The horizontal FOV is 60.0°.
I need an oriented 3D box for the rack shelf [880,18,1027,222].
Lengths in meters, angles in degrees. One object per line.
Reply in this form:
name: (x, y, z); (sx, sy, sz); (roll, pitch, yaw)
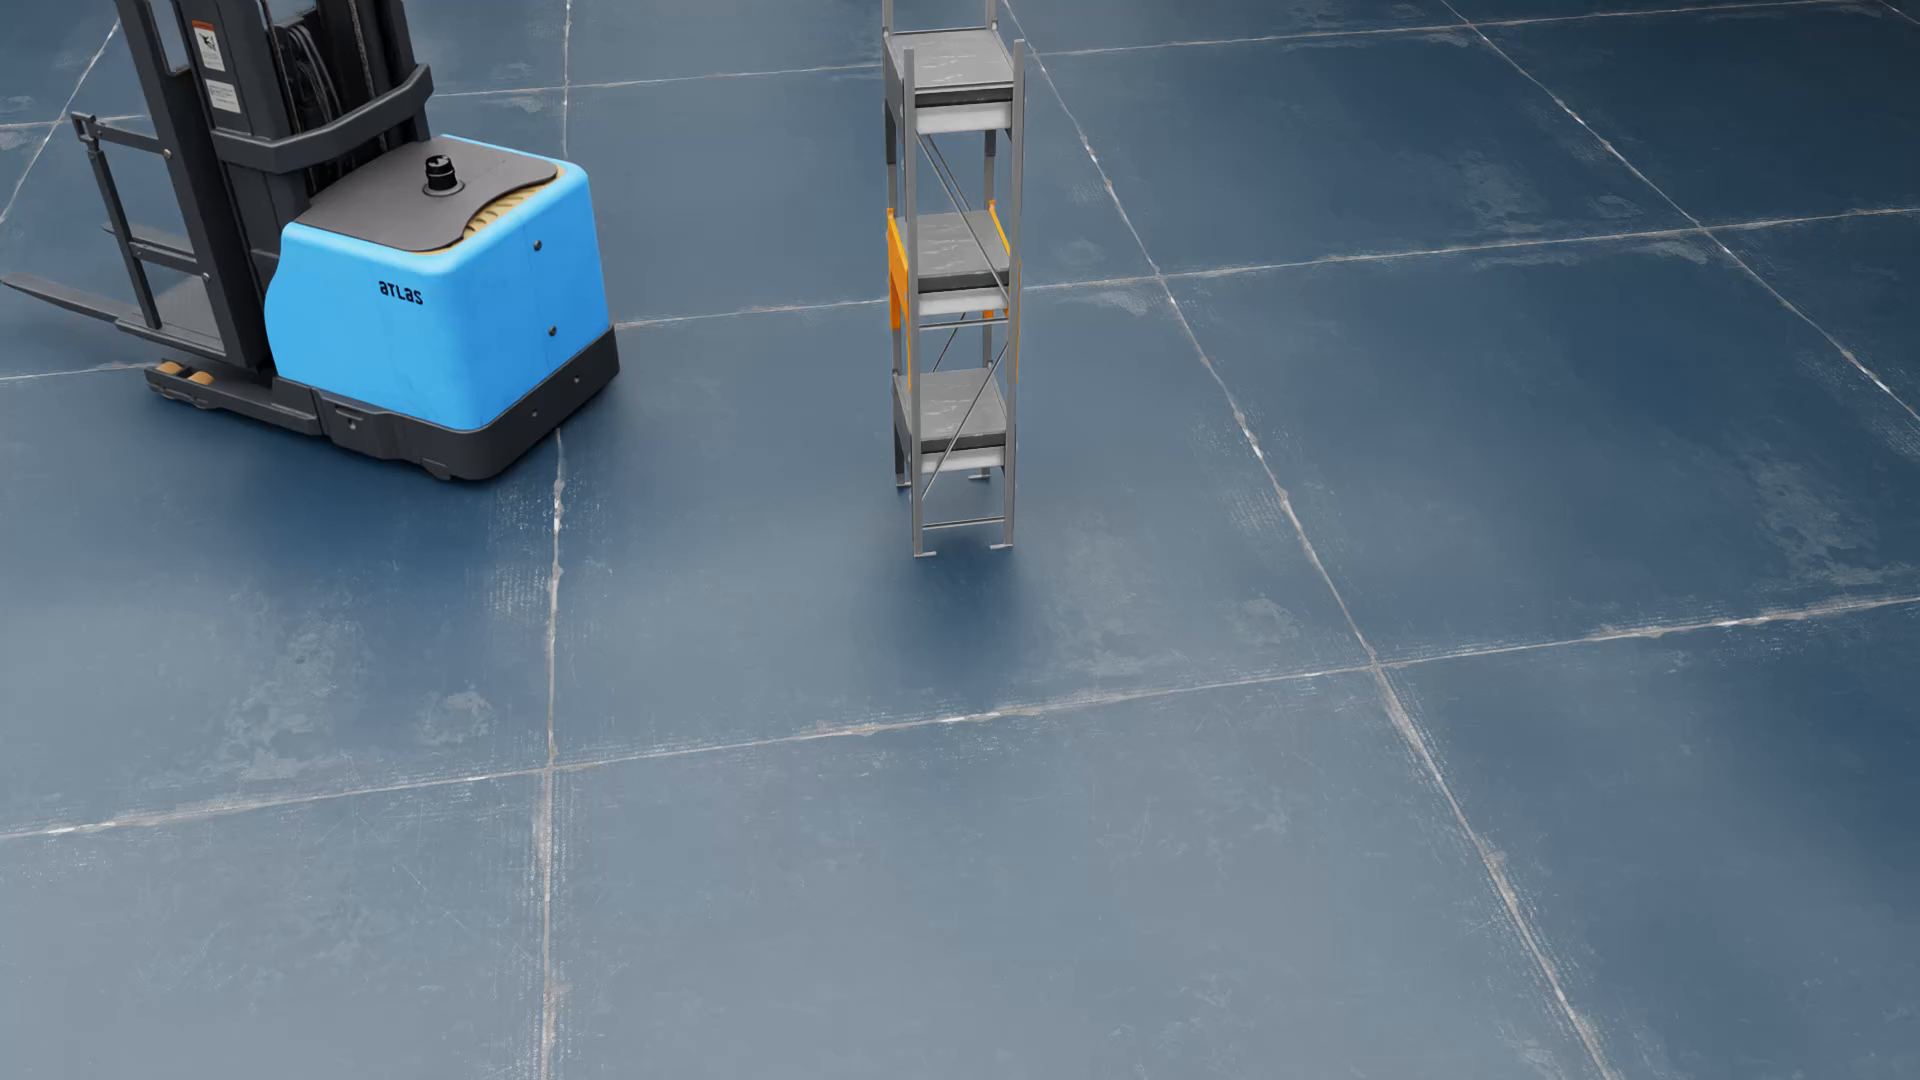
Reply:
rack shelf: (-0.029, -1.471, 5.813); (0.431, 0.518, 0.480); (-6, 38, -8)

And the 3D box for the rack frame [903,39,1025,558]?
rack frame: (0.014, -0.782, 6.045); (0.400, 2.100, 0.015); (-6, 38, -8)

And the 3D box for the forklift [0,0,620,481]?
forklift: (-3.119, -2.021, 6.963); (3.031, 2.935, 1.130); (16, 41, 20)

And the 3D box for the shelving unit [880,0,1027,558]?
shelving unit: (-0.029, -0.929, 6.235); (0.431, 2.100, 0.503); (-6, 38, -8)

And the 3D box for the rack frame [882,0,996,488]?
rack frame: (-0.072, -1.077, 6.424); (0.400, 2.100, 0.015); (-6, 38, -8)

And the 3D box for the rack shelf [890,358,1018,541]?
rack shelf: (-0.029, -0.366, 6.672); (0.431, 0.518, 0.480); (-6, 38, -8)

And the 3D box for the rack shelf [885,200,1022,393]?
rack shelf: (-0.029, -0.918, 6.243); (0.431, 0.518, 0.480); (-6, 38, -8)
